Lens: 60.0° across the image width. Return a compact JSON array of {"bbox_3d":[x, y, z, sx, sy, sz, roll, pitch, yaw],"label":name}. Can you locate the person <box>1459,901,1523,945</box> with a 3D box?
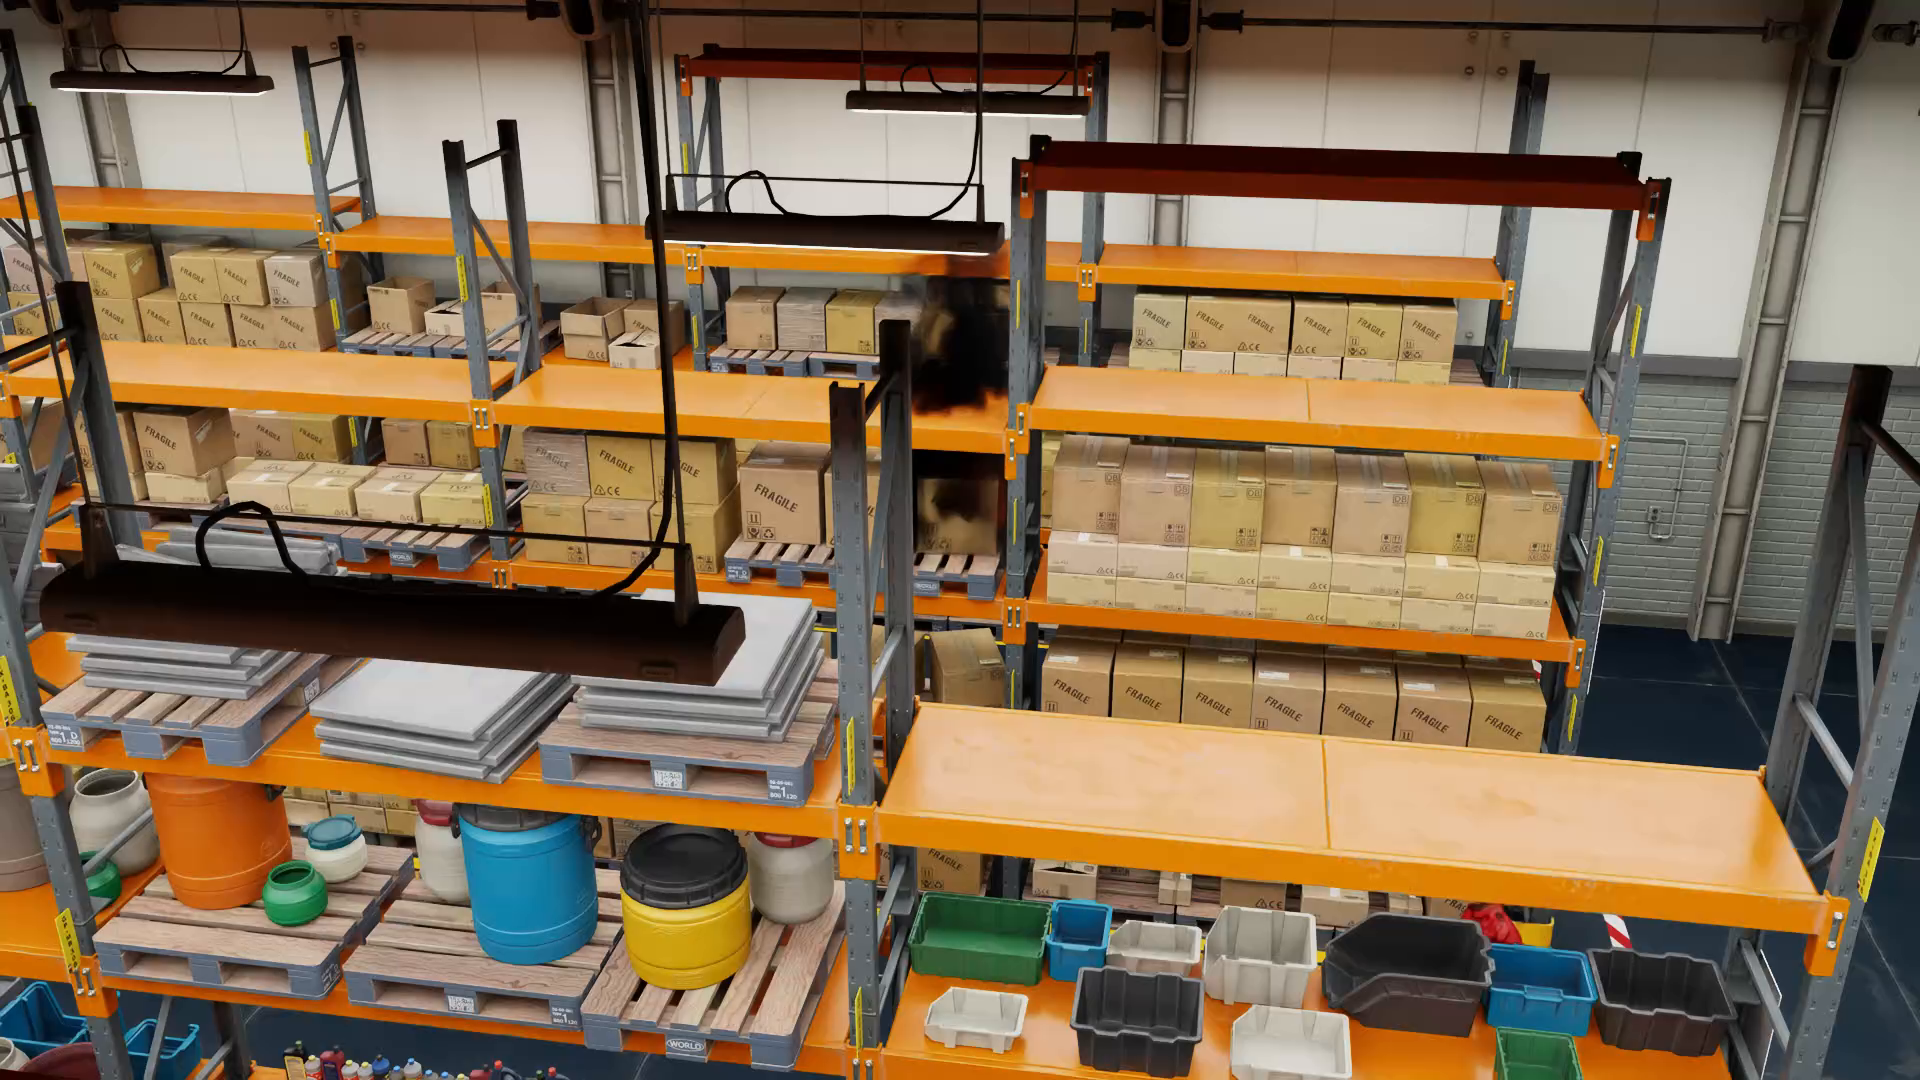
[{"bbox_3d":[3.524,2.939,11.185,0.884,1.627,0.675,-4,23,-9],"label":"person"}]
